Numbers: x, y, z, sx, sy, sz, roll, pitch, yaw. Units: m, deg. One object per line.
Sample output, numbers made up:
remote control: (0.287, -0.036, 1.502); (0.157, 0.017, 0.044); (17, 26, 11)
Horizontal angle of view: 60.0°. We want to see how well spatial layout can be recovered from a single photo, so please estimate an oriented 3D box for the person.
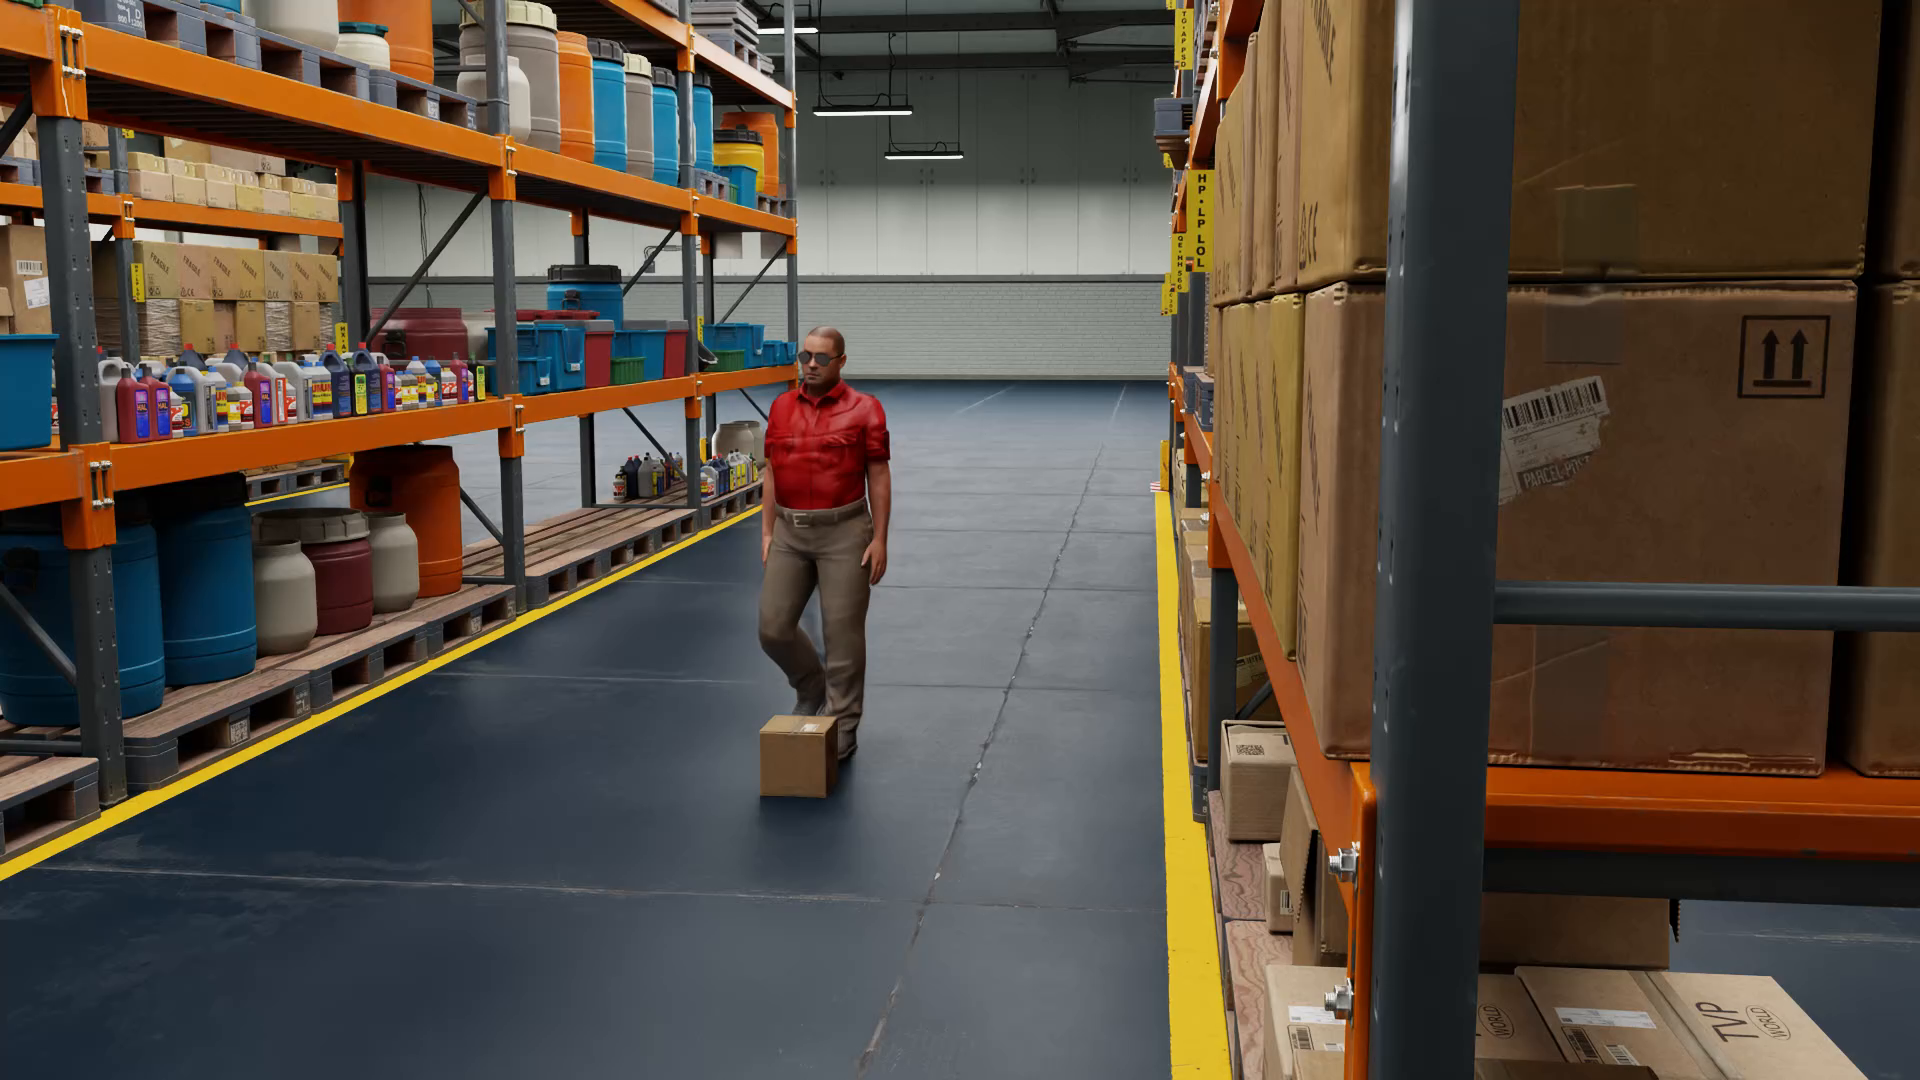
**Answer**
person: (-0.545, -0.001, 6.733); (0.551, 1.720, 0.577); (2, 8, 17)
